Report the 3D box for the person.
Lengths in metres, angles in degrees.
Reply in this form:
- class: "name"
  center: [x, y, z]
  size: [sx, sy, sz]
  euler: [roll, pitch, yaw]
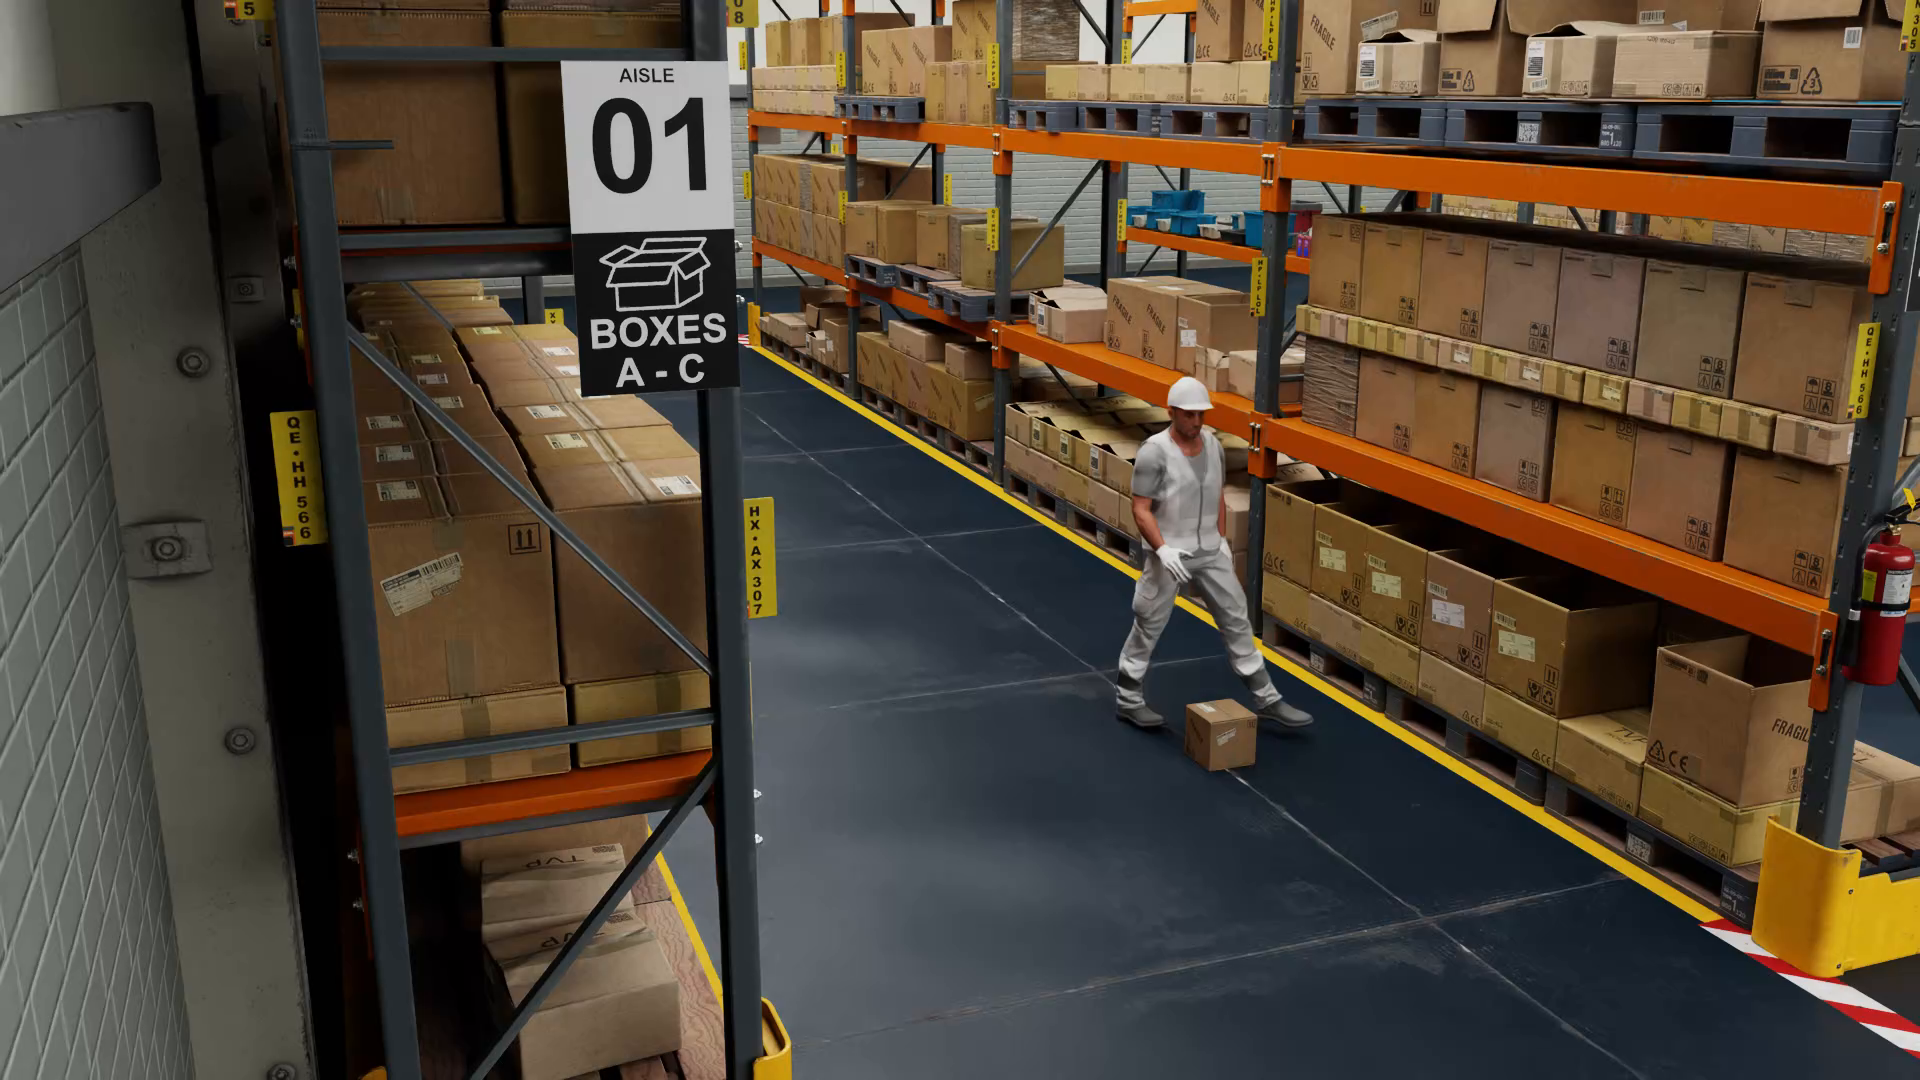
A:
- class: "person"
  center: [1.251, 0.095, 8.121]
  size: [0.750, 1.767, 0.772]
  euler: [-9, 18, -28]
